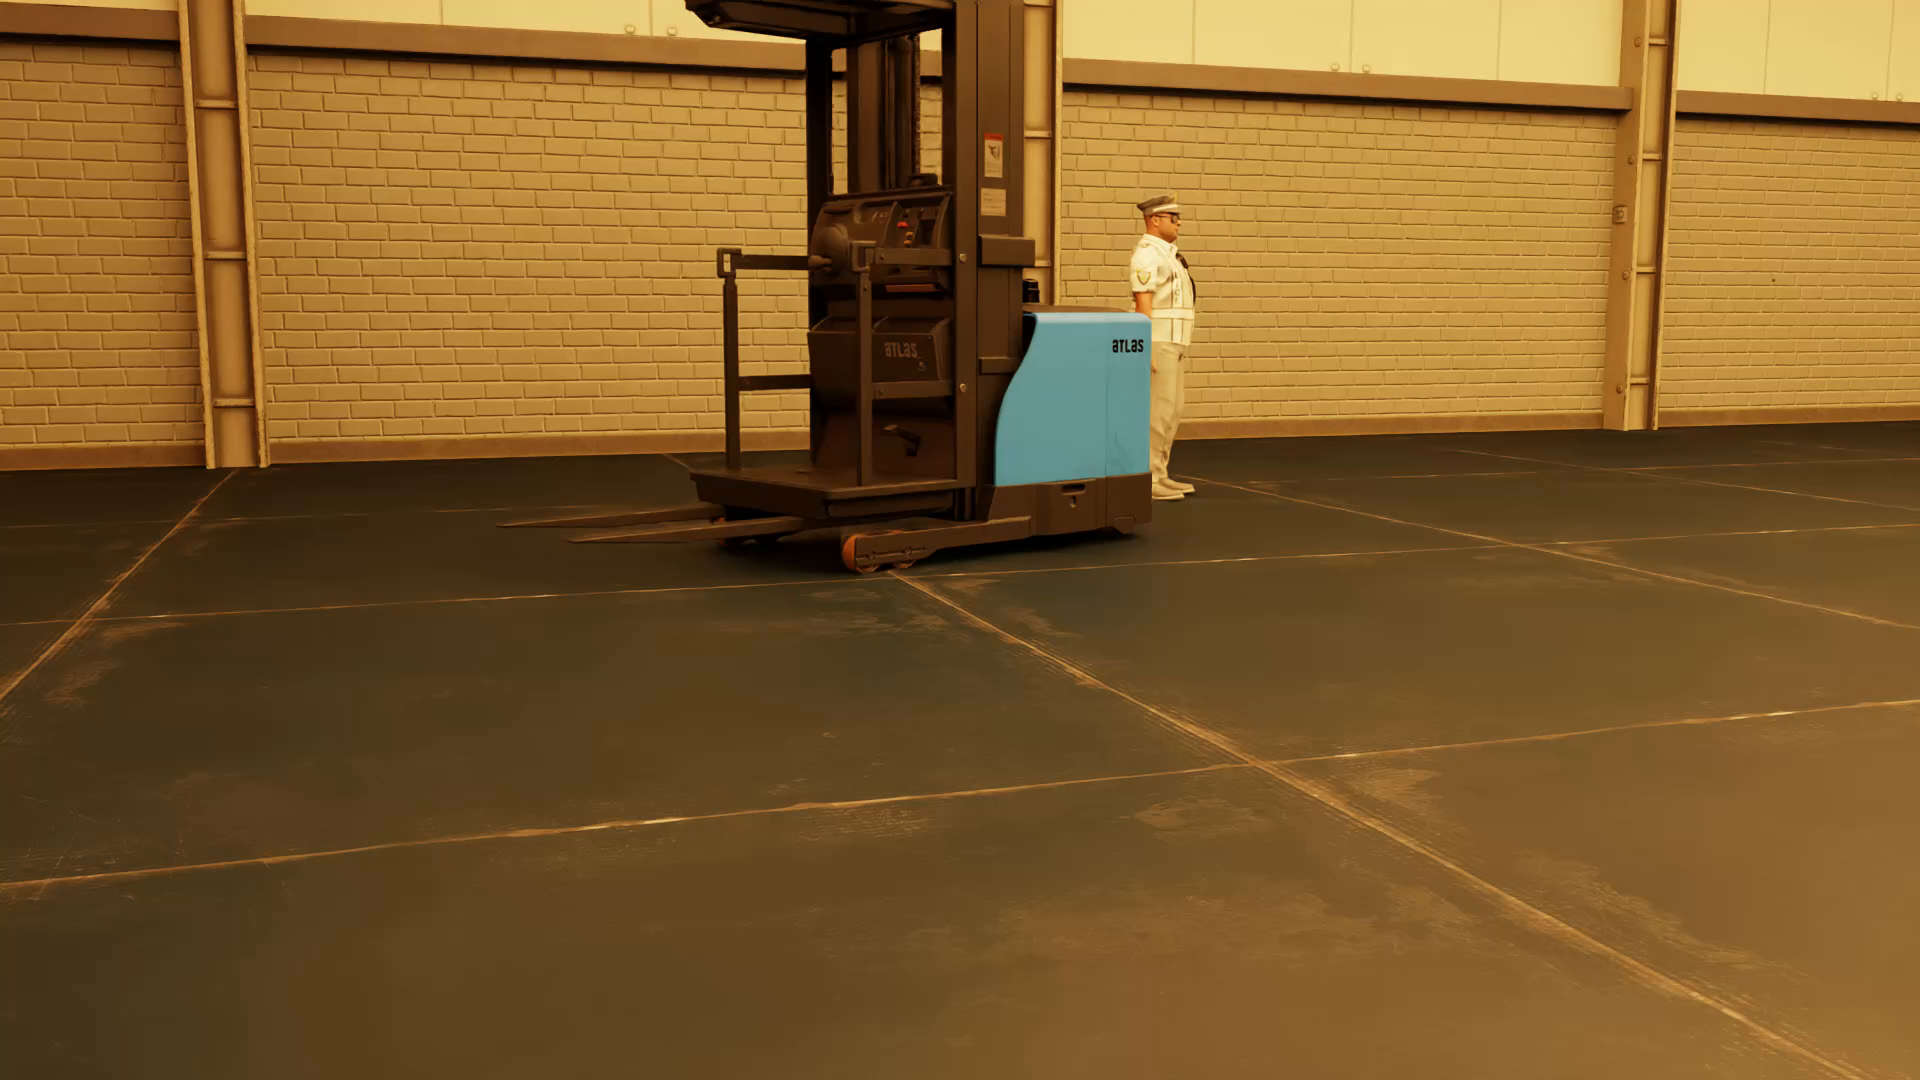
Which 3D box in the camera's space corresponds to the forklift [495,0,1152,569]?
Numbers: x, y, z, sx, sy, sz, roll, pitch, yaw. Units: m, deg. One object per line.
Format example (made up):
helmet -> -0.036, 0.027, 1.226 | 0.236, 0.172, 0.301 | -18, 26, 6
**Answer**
forklift -> -0.518, -1.392, 7.284 | 3.031, 2.935, 1.130 | -7, 10, -40
